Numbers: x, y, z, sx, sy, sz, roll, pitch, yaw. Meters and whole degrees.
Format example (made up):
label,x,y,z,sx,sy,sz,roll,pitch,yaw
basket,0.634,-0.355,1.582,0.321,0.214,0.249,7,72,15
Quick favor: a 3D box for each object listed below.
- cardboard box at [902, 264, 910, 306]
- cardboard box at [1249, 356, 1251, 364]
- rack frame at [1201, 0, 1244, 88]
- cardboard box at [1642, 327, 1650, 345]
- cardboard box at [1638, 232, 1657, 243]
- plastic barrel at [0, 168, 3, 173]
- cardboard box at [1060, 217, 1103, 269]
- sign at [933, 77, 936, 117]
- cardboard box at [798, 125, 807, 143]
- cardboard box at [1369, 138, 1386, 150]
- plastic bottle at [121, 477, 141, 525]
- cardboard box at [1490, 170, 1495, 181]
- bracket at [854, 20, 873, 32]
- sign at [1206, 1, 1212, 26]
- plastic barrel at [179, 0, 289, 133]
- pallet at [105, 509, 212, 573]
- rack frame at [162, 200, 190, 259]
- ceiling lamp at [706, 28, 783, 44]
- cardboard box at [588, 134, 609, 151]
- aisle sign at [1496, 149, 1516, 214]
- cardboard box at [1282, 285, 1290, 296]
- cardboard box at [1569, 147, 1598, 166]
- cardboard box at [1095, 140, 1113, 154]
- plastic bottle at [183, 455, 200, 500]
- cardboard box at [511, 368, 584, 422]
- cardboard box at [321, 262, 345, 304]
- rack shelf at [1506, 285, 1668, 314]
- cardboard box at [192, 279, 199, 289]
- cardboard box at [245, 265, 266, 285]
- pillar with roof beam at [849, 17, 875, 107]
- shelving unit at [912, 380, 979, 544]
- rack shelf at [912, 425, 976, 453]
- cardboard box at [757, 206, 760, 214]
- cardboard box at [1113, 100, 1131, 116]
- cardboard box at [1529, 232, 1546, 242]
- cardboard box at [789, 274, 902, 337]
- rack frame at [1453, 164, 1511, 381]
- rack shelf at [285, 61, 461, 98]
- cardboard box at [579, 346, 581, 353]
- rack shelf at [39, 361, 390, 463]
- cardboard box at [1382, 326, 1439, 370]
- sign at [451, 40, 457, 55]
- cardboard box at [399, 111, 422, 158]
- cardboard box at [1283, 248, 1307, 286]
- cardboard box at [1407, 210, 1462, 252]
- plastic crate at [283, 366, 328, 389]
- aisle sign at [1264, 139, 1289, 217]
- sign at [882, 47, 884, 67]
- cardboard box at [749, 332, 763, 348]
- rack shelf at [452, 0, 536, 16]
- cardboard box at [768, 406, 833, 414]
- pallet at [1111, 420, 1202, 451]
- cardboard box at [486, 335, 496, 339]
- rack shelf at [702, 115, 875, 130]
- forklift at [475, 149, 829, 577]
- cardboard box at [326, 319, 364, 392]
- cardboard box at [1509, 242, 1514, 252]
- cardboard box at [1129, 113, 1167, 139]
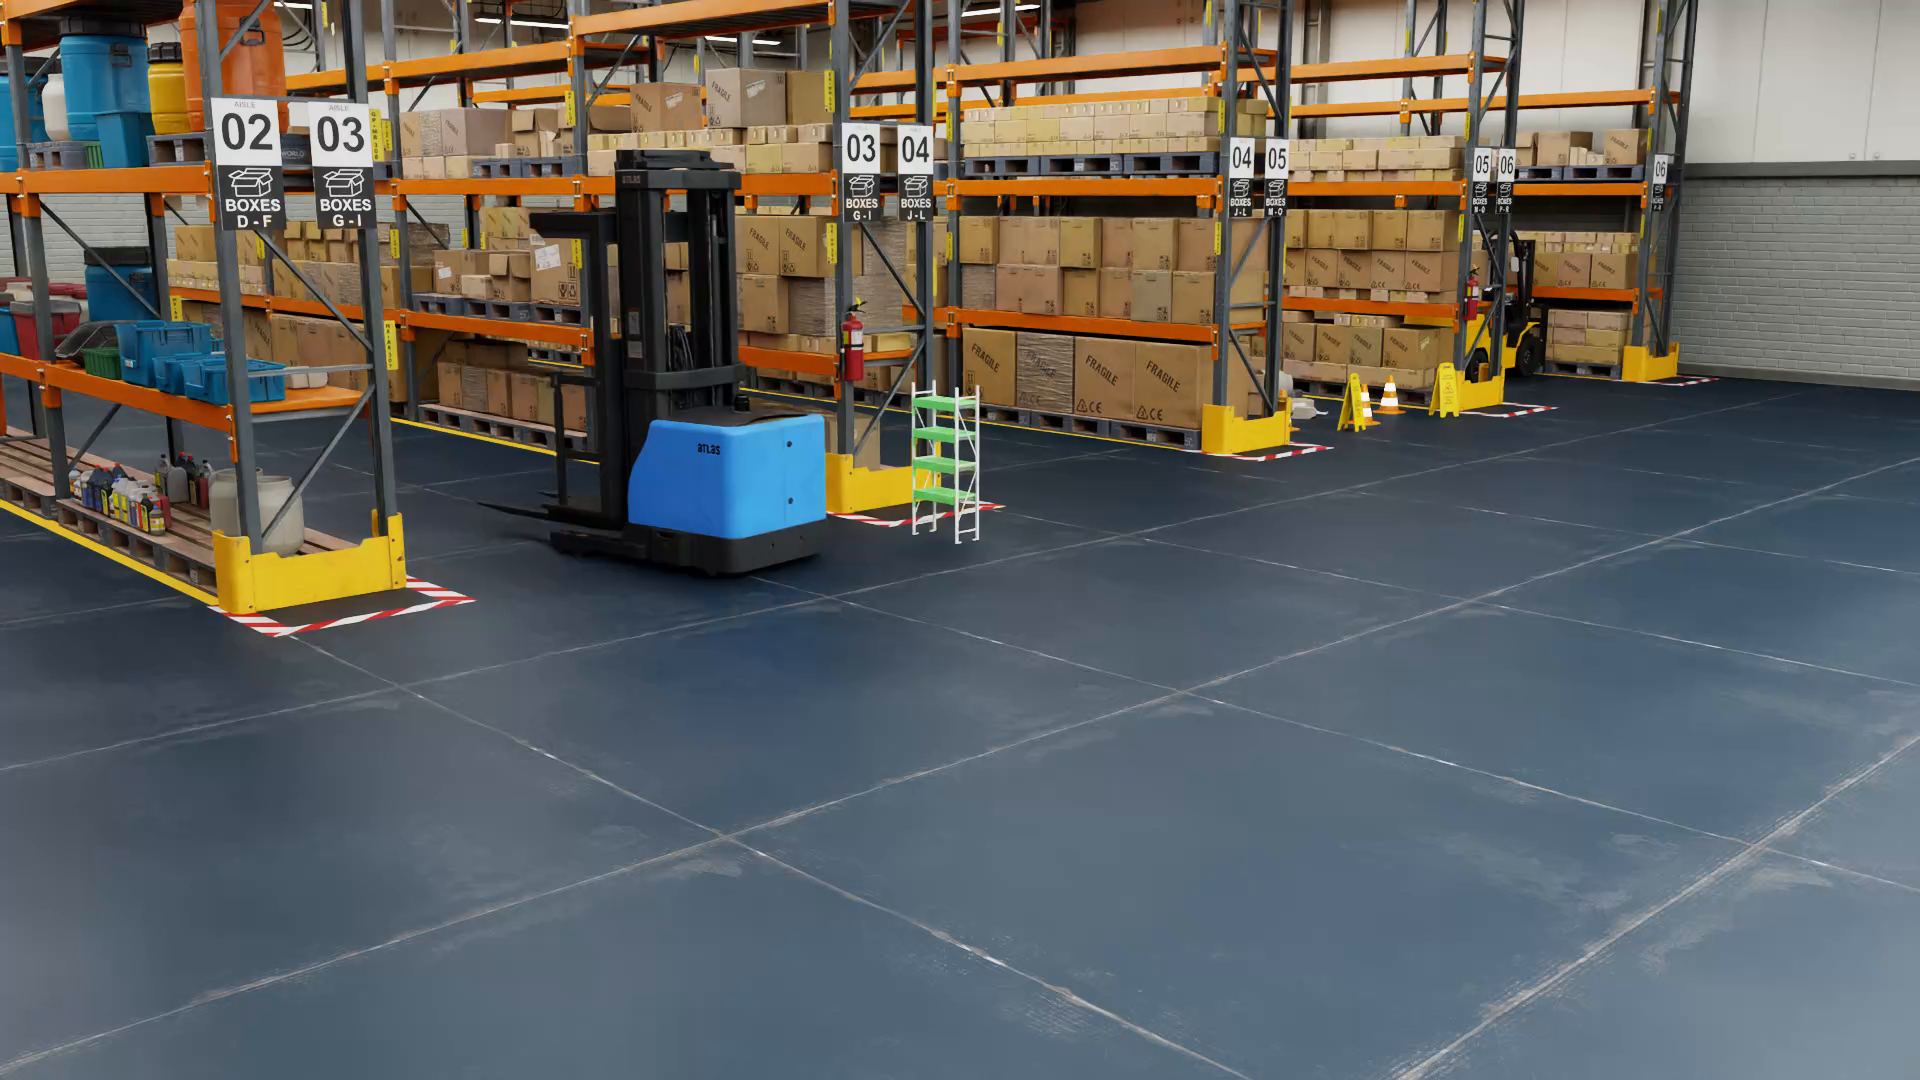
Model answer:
label,x,y,z,sx,sy,sz,roll,pitch,yaw
cardboard box,-0.640,-3.202,20.770,0.500,0.500,0.500,-11,16,-43
cardboard box,3.985,-2.480,23.288,0.500,0.250,0.500,11,16,43
rack frame,4.598,-7.959,29.241,1.000,3.000,0.127,-11,16,-43
cardboard box,9.949,-3.054,24.838,0.500,0.250,0.500,-11,16,-42
cardboard box,10.046,-4.444,24.457,0.380,0.149,0.250,-11,16,-44
plastic barrel,-7.936,-3.528,13.924,0.600,0.901,0.600,0,12,0
cardboard box,1.602,-3.346,18.668,0.875,0.550,0.500,-11,16,-43
sign,-0.240,-3.753,14.093,0.100,0.325,0.005,-11,16,-43
cardboard box,-1.144,-3.422,14.039,0.250,0.149,0.380,11,16,43
cardboard box,5.447,-5.064,21.272,0.380,0.149,0.250,-11,16,-43
plastic bottle,-6.167,-0.299,12.404,0.144,0.351,0.185,-10,15,-40
cardboard box,6.541,-4.601,20.997,0.380,0.149,0.250,-11,16,-42
bracket,-2.107,-11.298,36.531,0.235,0.232,0.430,-11,16,-43
sign,3.376,-7.140,22.558,0.100,0.325,0.005,-11,16,-43
plastic barrel,-4.642,-3.028,10.637,0.600,0.830,0.708,-11,16,-43
pallet,-5.696,-0.026,12.513,1.003,0.211,1.213,-11,16,-43
rack frame,-11.681,-4.115,25.451,1.000,3.000,0.127,-11,16,-43
ceiling lamp,-4.461,-12.052,34.643,2.000,3.185,0.800,-11,16,-43
cardboard box,-3.393,-3.864,16.184,0.250,0.149,0.380,11,16,44
aisle sign,6.803,-4.468,20.723,0.394,0.787,0.004,-11,16,-43
cardboard box,4.529,-3.391,22.561,0.380,0.149,0.250,-11,16,-43
cardboard box,9.156,-5.627,24.399,0.396,0.266,0.258,-11,16,-42
cardboard box,1.673,-4.244,17.977,0.380,0.149,0.250,-11,16,-42
plastic bottle,-6.191,-0.510,13.426,0.185,0.351,0.144,11,16,42
cardboard box,-4.505,-1.601,18.354,0.500,0.500,0.700,10,15,40
cardboard box,-7.728,-3.257,21.040,0.500,0.500,0.500,-10,16,-41
rack shelf,8.742,-3.793,25.669,1.077,0.370,4.000,-11,16,-43
cardboard box,-10.964,-3.744,24.275,0.380,0.149,0.250,-11,16,-44
cardboard box,-9.414,-3.631,22.738,0.500,0.250,0.500,-11,16,-44
pillar with roof beam,-5.250,-9.046,34.516,9.100,9.000,0.548,-11,16,-43
shelving unit,-0.114,-0.612,12.908,0.258,1.200,0.503,-11,16,-43
rack shelf,-0.114,-0.784,12.872,0.258,0.148,0.480,-11,16,-43
cardboard box,-3.584,-6.071,30.610,0.380,0.149,0.250,-11,16,-42
cardboard box,1.847,-4.598,17.719,0.380,0.149,0.250,-11,16,-42
cardboard box,8.769,-4.561,25.022,0.380,0.149,0.250,-10,16,-41
cardboard box,-0.992,-2.059,14.485,0.875,0.500,0.500,-11,16,-43
rack frame,6.536,-3.161,20.820,1.000,3.000,0.127,-11,16,-43
rack shelf,-7.538,-5.629,20.708,1.077,0.370,4.000,-11,16,-43
cardboard box,-5.779,-3.027,26.193,0.380,0.149,0.250,-11,16,-42
rack shelf,-5.595,-1.029,12.256,1.077,0.370,4.000,-11,16,-43
cardboard box,5.794,-2.468,21.370,0.500,0.500,0.500,-11,16,-42
sign,-8.417,-8.150,27.660,0.100,0.325,0.005,-11,16,-43
cardboard box,-6.018,-4.606,18.914,0.500,0.500,0.500,-11,16,-42
cardboard box,4.576,-3.691,22.409,0.500,0.500,0.500,-11,16,-43
cardboard box,6.025,-3.889,20.893,0.500,0.500,0.700,11,16,44
plastic crate,-4.599,-1.136,11.645,0.298,0.136,0.250,-11,16,-43
aisle sign,3.291,-3.761,17.291,0.394,0.787,0.004,-11,16,-43
sign,-1.367,-8.424,28.988,0.100,0.325,0.005,-11,16,-43
cardboard box,-1.664,-1.816,14.917,0.380,0.149,0.250,-11,16,-43
rack shelf,-6.643,-8.713,26.449,1.077,0.370,4.000,-11,16,-43
cardboard box,-1.489,-0.937,15.181,0.500,0.500,0.500,-6,13,-28
pallet,2.417,-1.196,18.195,1.003,0.211,1.213,-11,16,-43
cardboard box,-7.894,-3.480,28.392,0.380,0.149,0.250,-10,16,-41
rack shelf,-3.133,-7.594,30.245,1.077,0.370,4.000,-11,16,-43
forklift,-2.453,-1.394,12.415,3.031,2.935,1.130,8,14,35
cardboard box,-7.228,-2.347,21.096,1.225,0.875,0.875,-11,16,-42
cardboard box,8.444,-4.492,25.425,0.380,0.149,0.250,-11,16,-44
cardboard box,2.140,-4.358,17.543,0.500,0.250,0.500,-11,16,-42
